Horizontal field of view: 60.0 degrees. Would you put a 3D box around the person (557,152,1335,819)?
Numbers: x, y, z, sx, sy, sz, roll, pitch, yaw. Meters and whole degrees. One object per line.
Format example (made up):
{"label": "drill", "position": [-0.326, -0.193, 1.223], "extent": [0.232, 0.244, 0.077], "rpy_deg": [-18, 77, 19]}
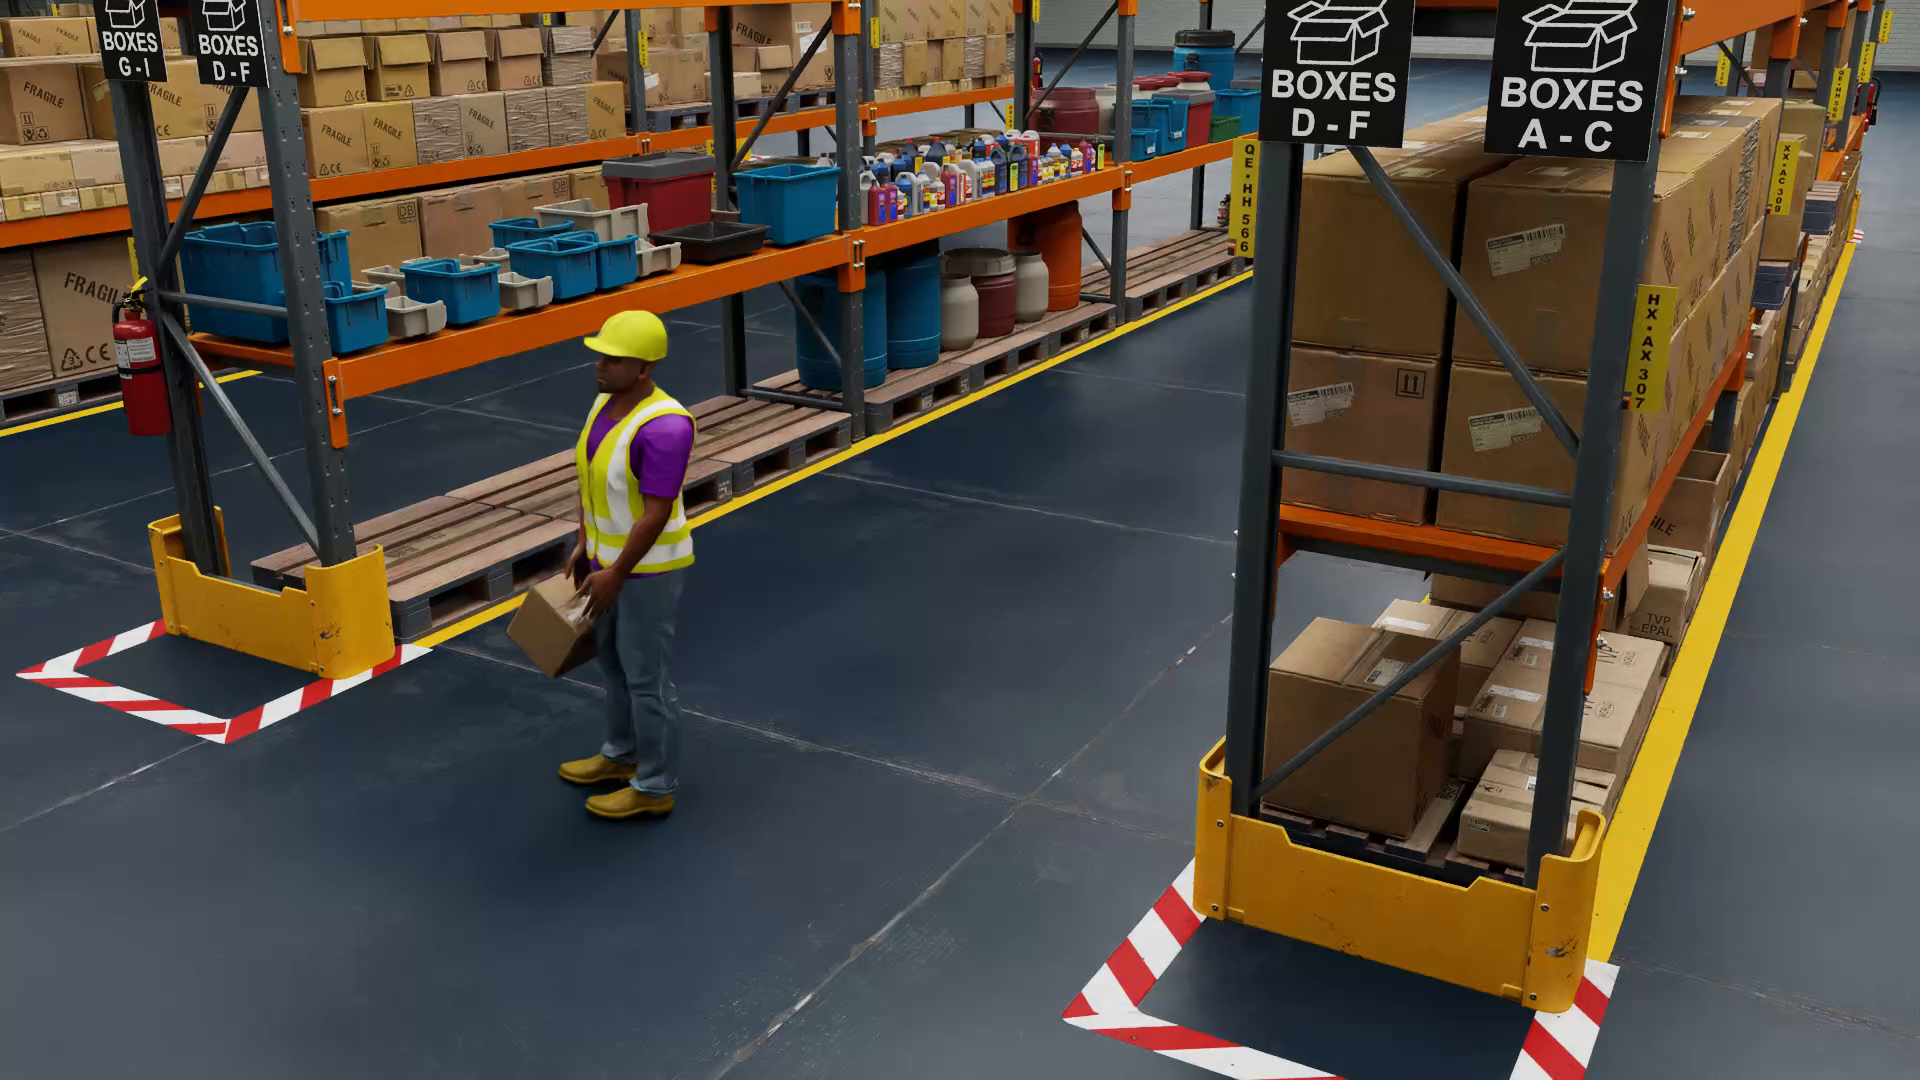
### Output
{"label": "person", "position": [1.608, -2.291, 12.513], "extent": [13.367, 1.776, 9.033], "rpy_deg": [-13, 23, -33]}
